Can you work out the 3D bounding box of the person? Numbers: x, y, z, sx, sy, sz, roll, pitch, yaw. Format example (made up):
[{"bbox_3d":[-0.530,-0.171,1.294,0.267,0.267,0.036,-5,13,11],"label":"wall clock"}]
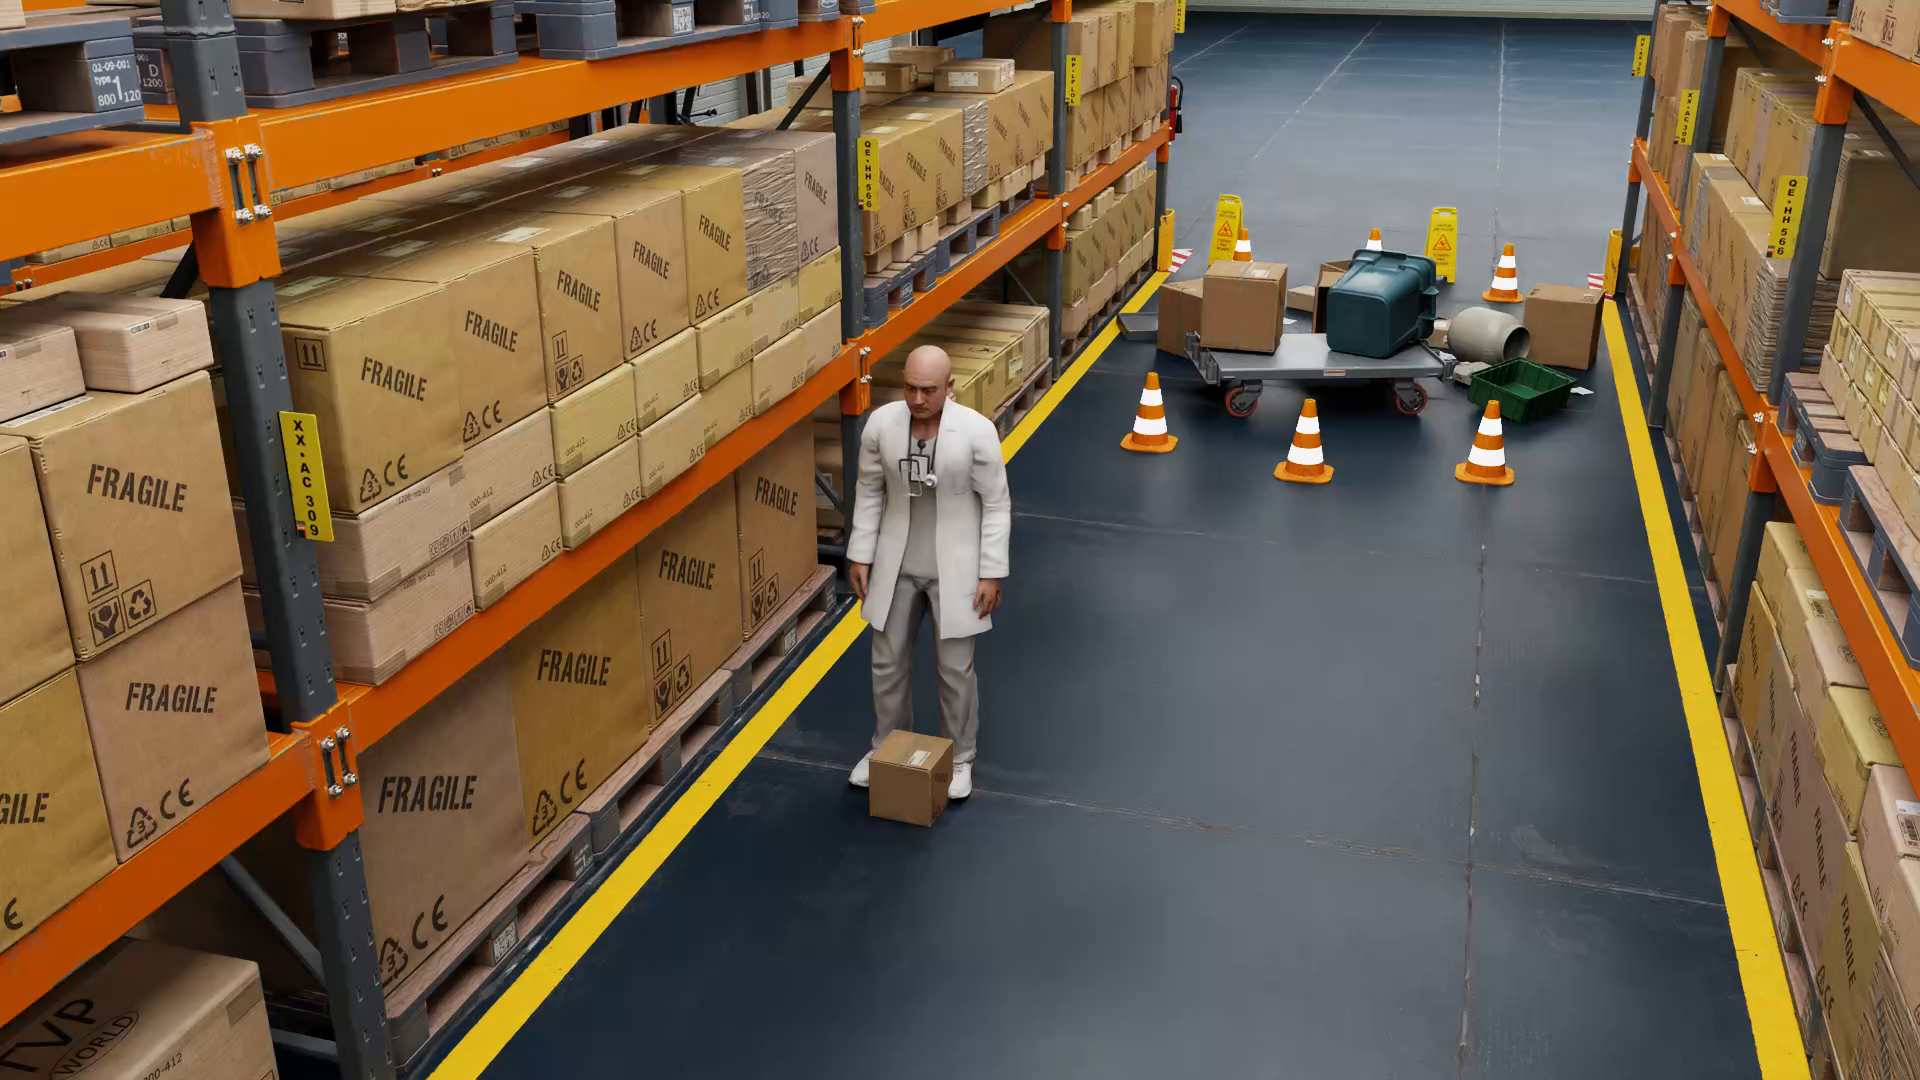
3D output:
[{"bbox_3d":[-0.123,0.114,6.320,0.645,1.774,0.425,6,23,16],"label":"person"}]
